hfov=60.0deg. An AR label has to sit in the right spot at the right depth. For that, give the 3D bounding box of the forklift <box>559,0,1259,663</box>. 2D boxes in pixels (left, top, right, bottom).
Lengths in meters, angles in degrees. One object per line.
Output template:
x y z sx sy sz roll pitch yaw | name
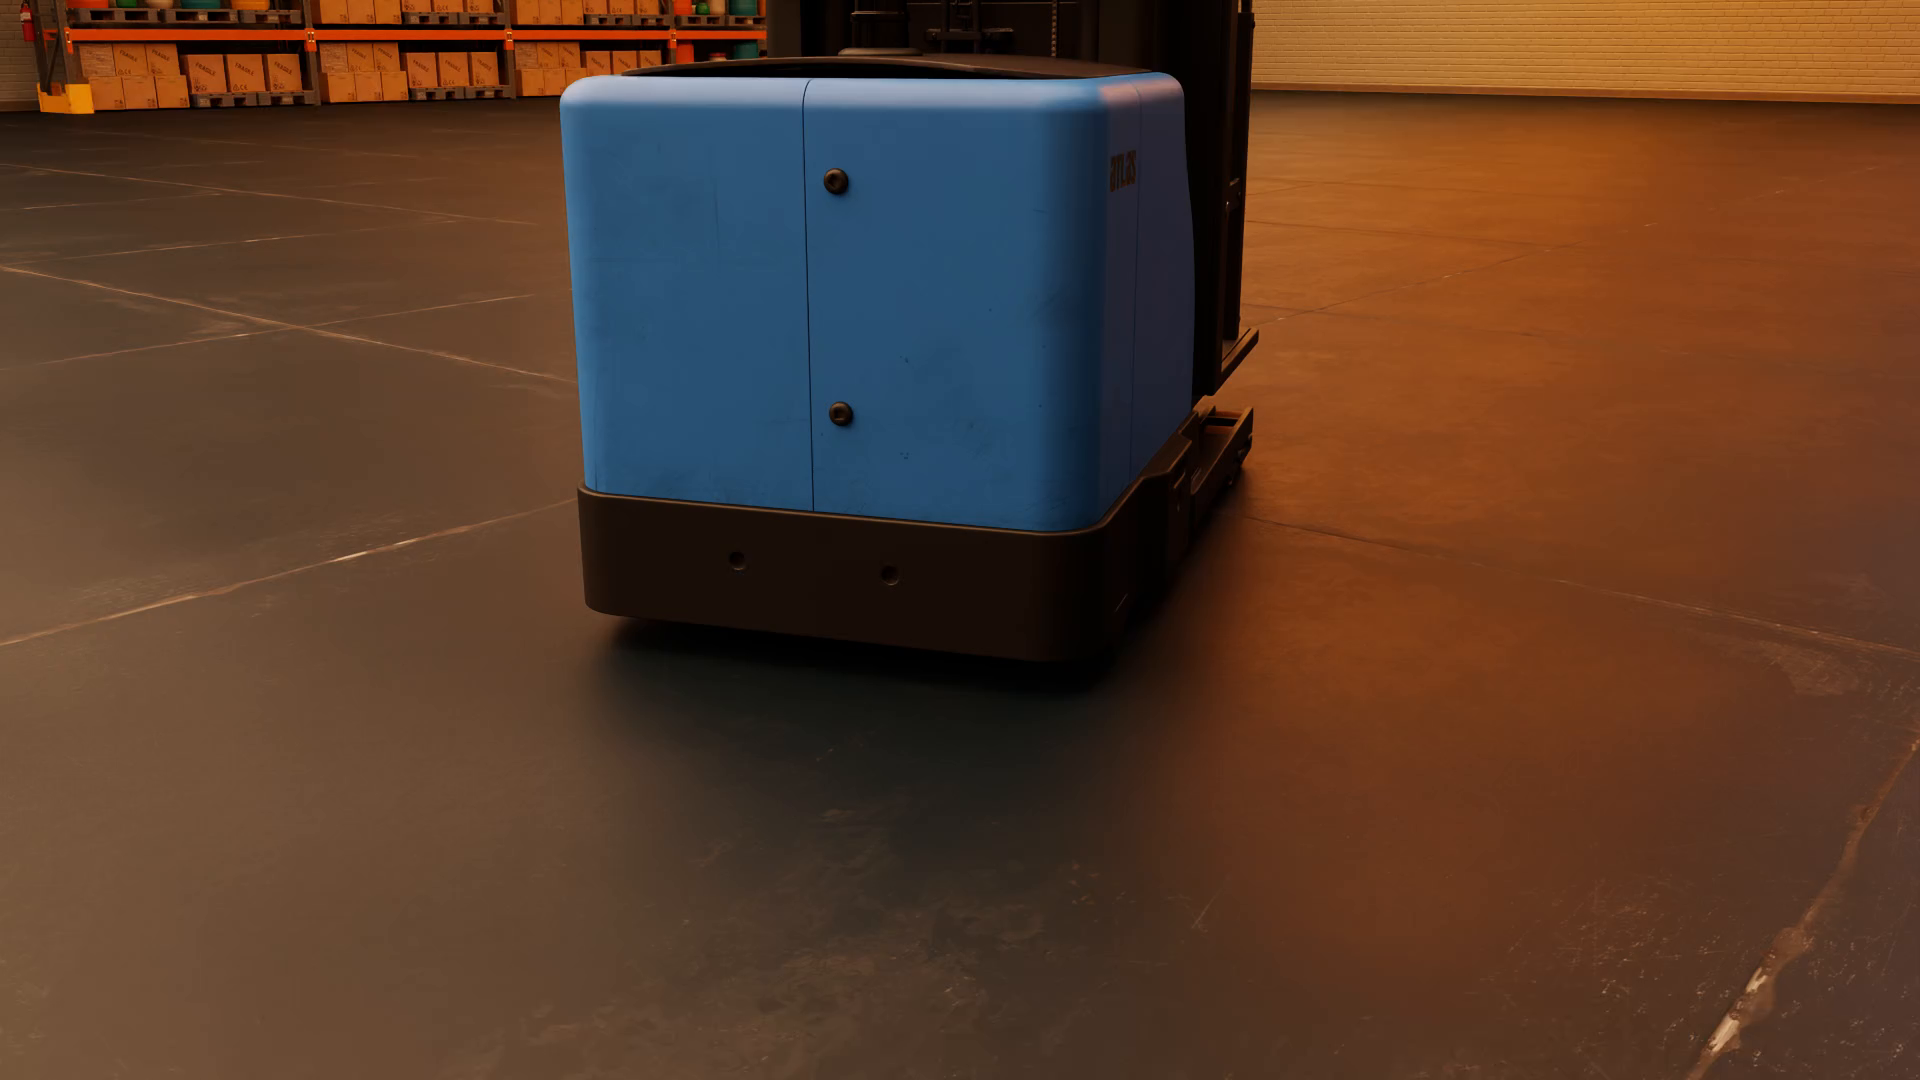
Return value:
0.182 -1.571 4.072 1.130 2.935 3.031 5 18 17 | forklift
